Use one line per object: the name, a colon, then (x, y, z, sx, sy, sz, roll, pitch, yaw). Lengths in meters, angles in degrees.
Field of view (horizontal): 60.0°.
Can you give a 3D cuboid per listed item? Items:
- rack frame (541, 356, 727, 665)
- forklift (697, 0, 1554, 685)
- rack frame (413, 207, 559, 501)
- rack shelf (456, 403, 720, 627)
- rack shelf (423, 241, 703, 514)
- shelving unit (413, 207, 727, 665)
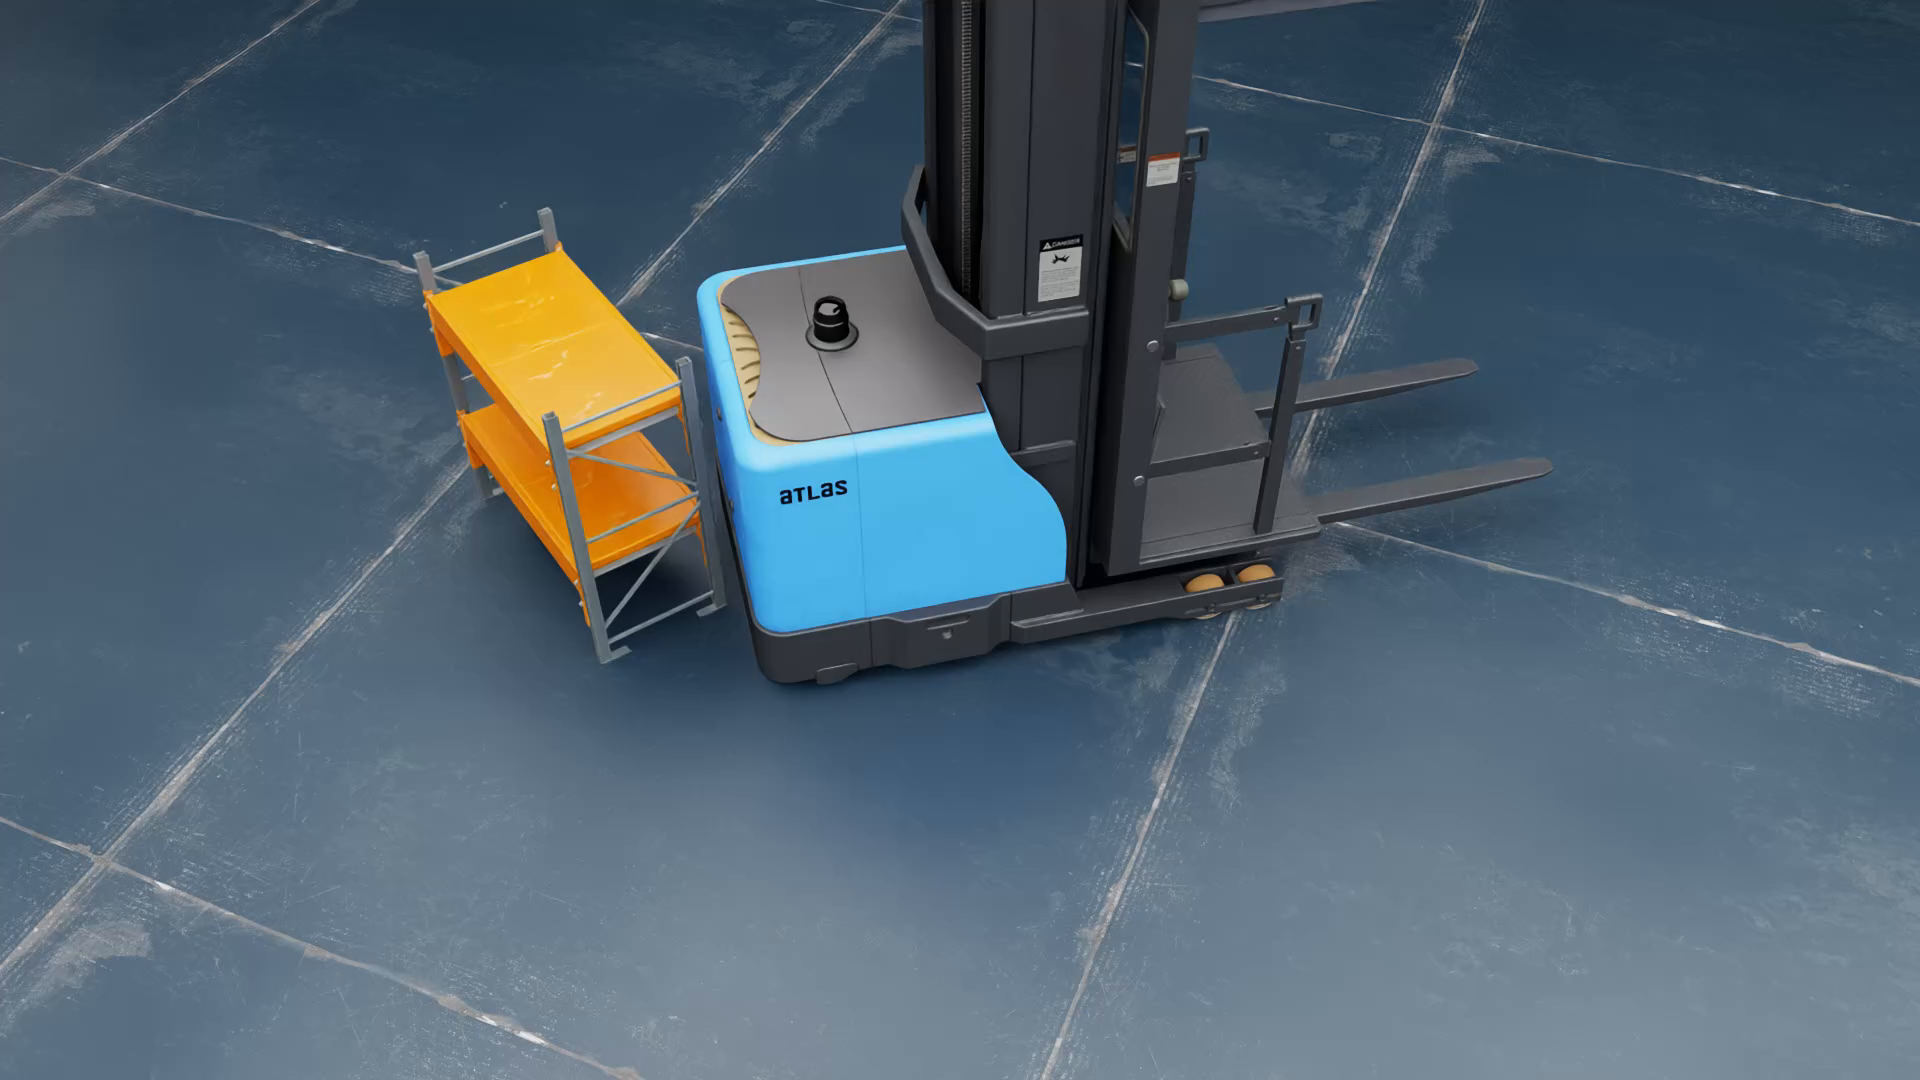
rack frame: (-1.056, -0.071, 5.524, 0.500, 1.125, 0.032, -26, 51, -24)
forklift: (0.670, -1.108, 5.285, 3.031, 2.935, 1.130, -10, 46, -10)
rack frame: (-1.638, -0.659, 6.115, 0.500, 1.125, 0.032, -26, 51, -24)
rack shelf: (-1.347, -0.192, 5.992, 0.538, 0.278, 1.000, -26, 51, -24)
rack shelf: (-1.347, -0.572, 5.613, 0.538, 0.278, 1.000, -26, 51, -24)
shelving unit: (-1.347, -0.365, 5.819, 0.538, 1.125, 1.048, -26, 51, -24)
